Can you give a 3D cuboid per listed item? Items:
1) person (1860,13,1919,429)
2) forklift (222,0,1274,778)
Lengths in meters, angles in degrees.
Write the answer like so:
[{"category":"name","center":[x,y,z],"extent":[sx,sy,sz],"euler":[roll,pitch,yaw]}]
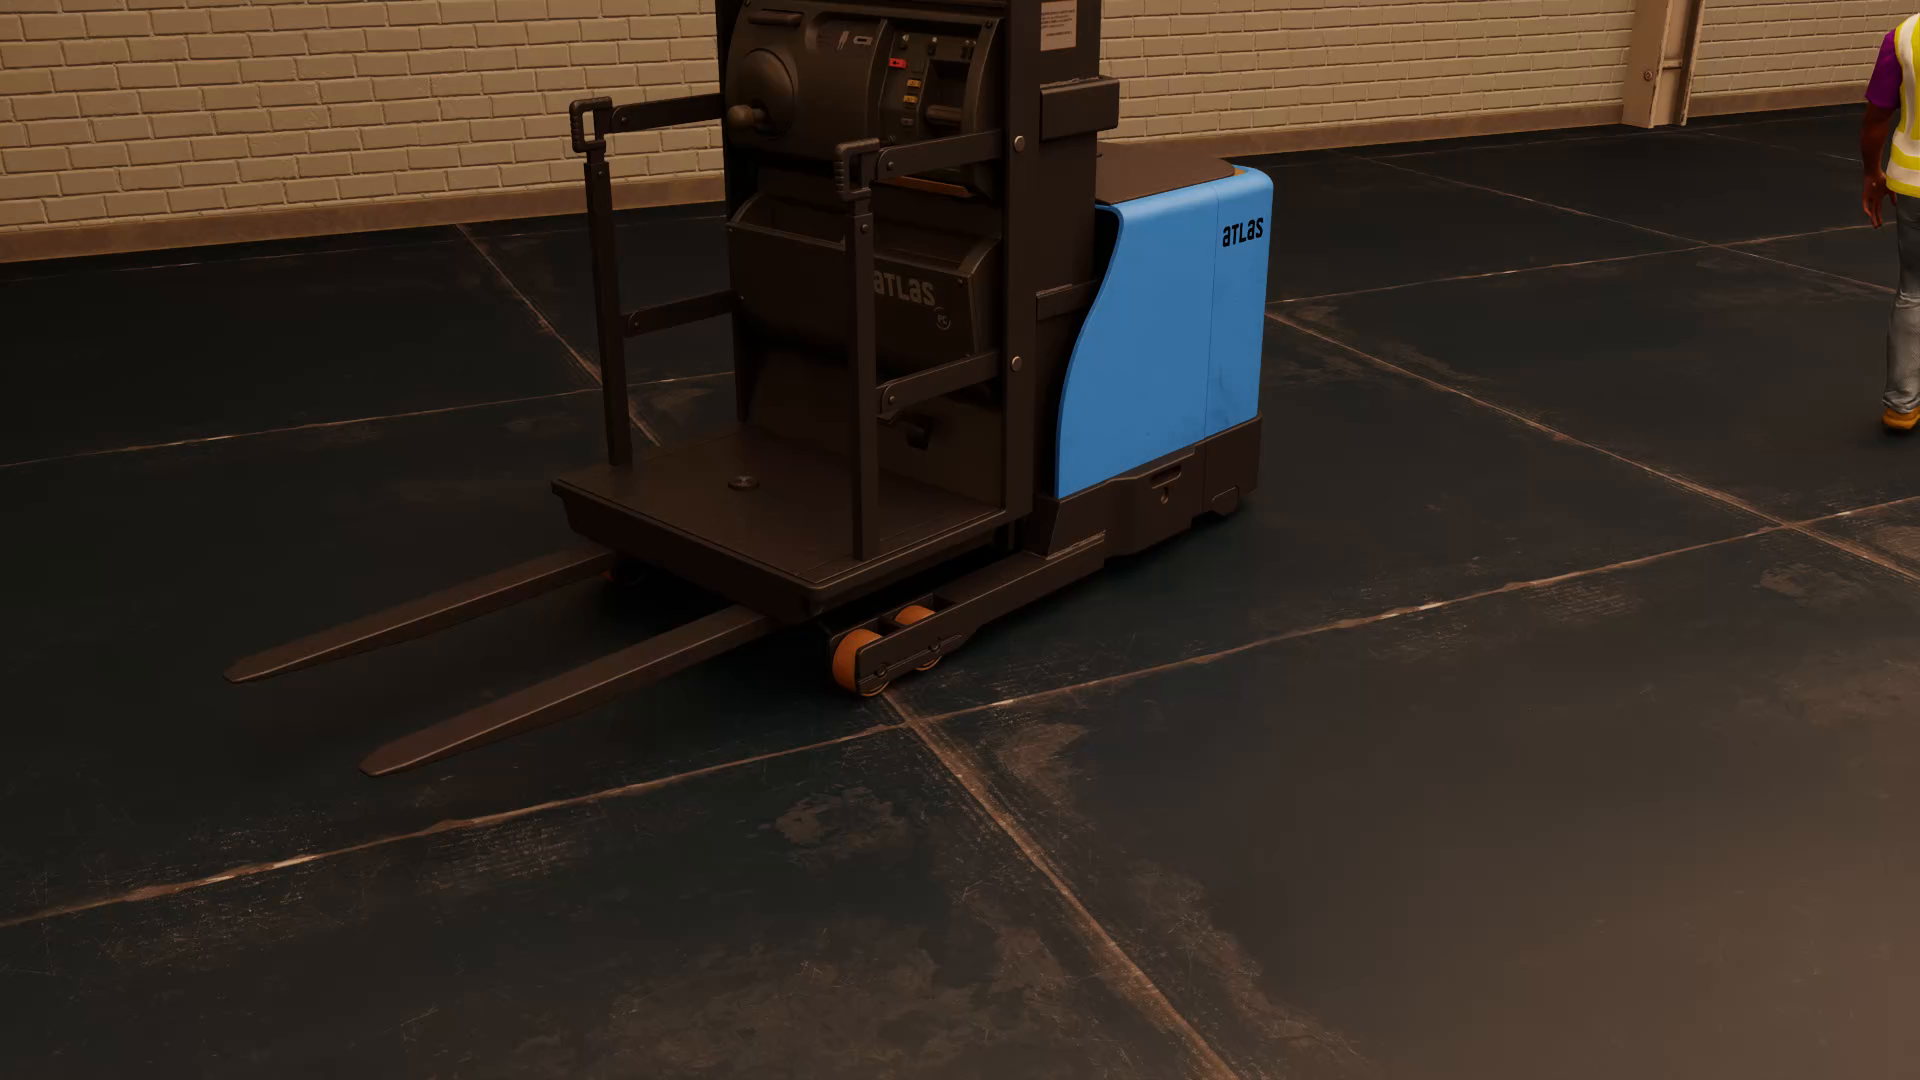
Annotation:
[{"category":"person","center":[3.452,-1.214,5.710],"extent":[0.591,1.762,0.666],"euler":[-17,28,-35]},{"category":"forklift","center":[-0.413,-1.182,4.131],"extent":[1.130,2.935,3.031],"euler":[19,29,39]}]
